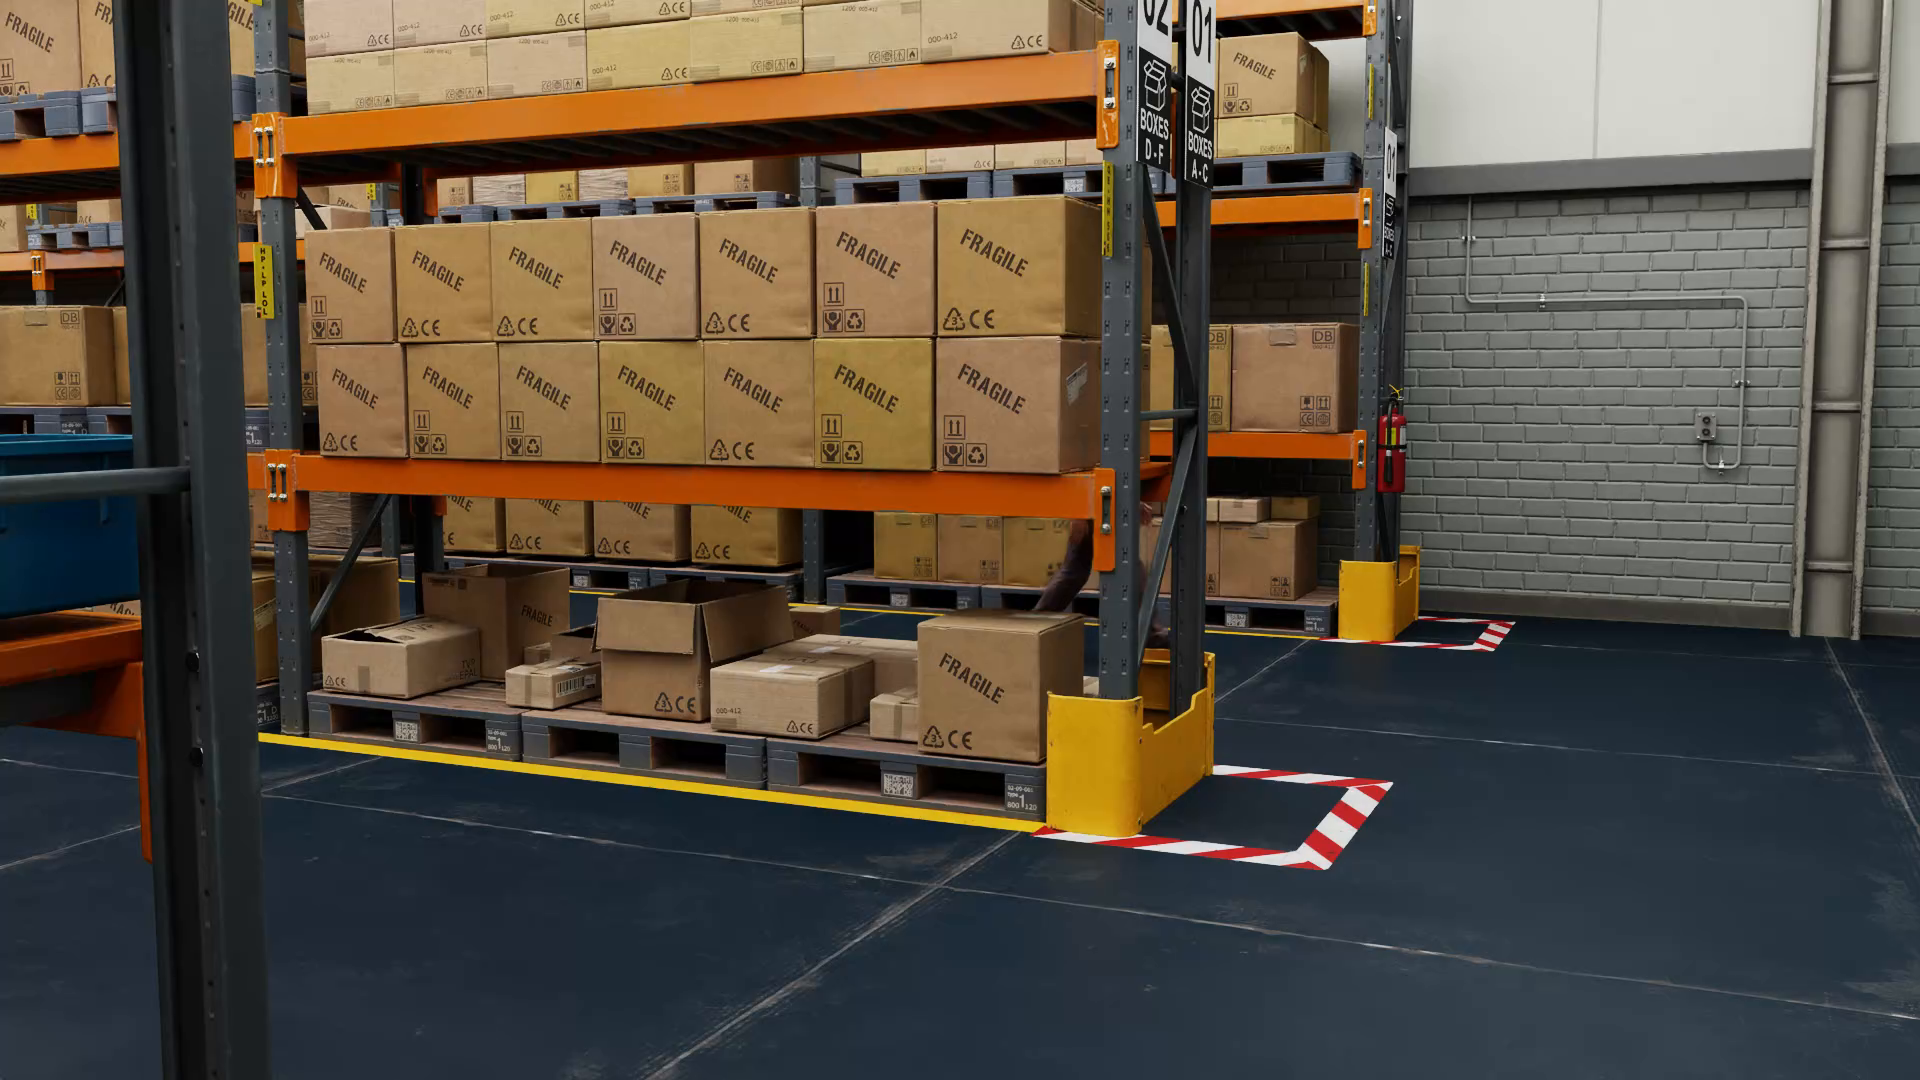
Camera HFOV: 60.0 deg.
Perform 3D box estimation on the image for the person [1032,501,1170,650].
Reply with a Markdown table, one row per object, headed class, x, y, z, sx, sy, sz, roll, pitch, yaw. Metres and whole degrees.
| class | x | y | z | sx | sy | sz | roll | pitch | yaw |
| --- | --- | --- | --- | --- | --- | --- | --- | --- | --- |
| person | 0.888 | -0.163 | 9.735 | 1.051 | 1.662 | 0.552 | 1 | 6 | 7 |
